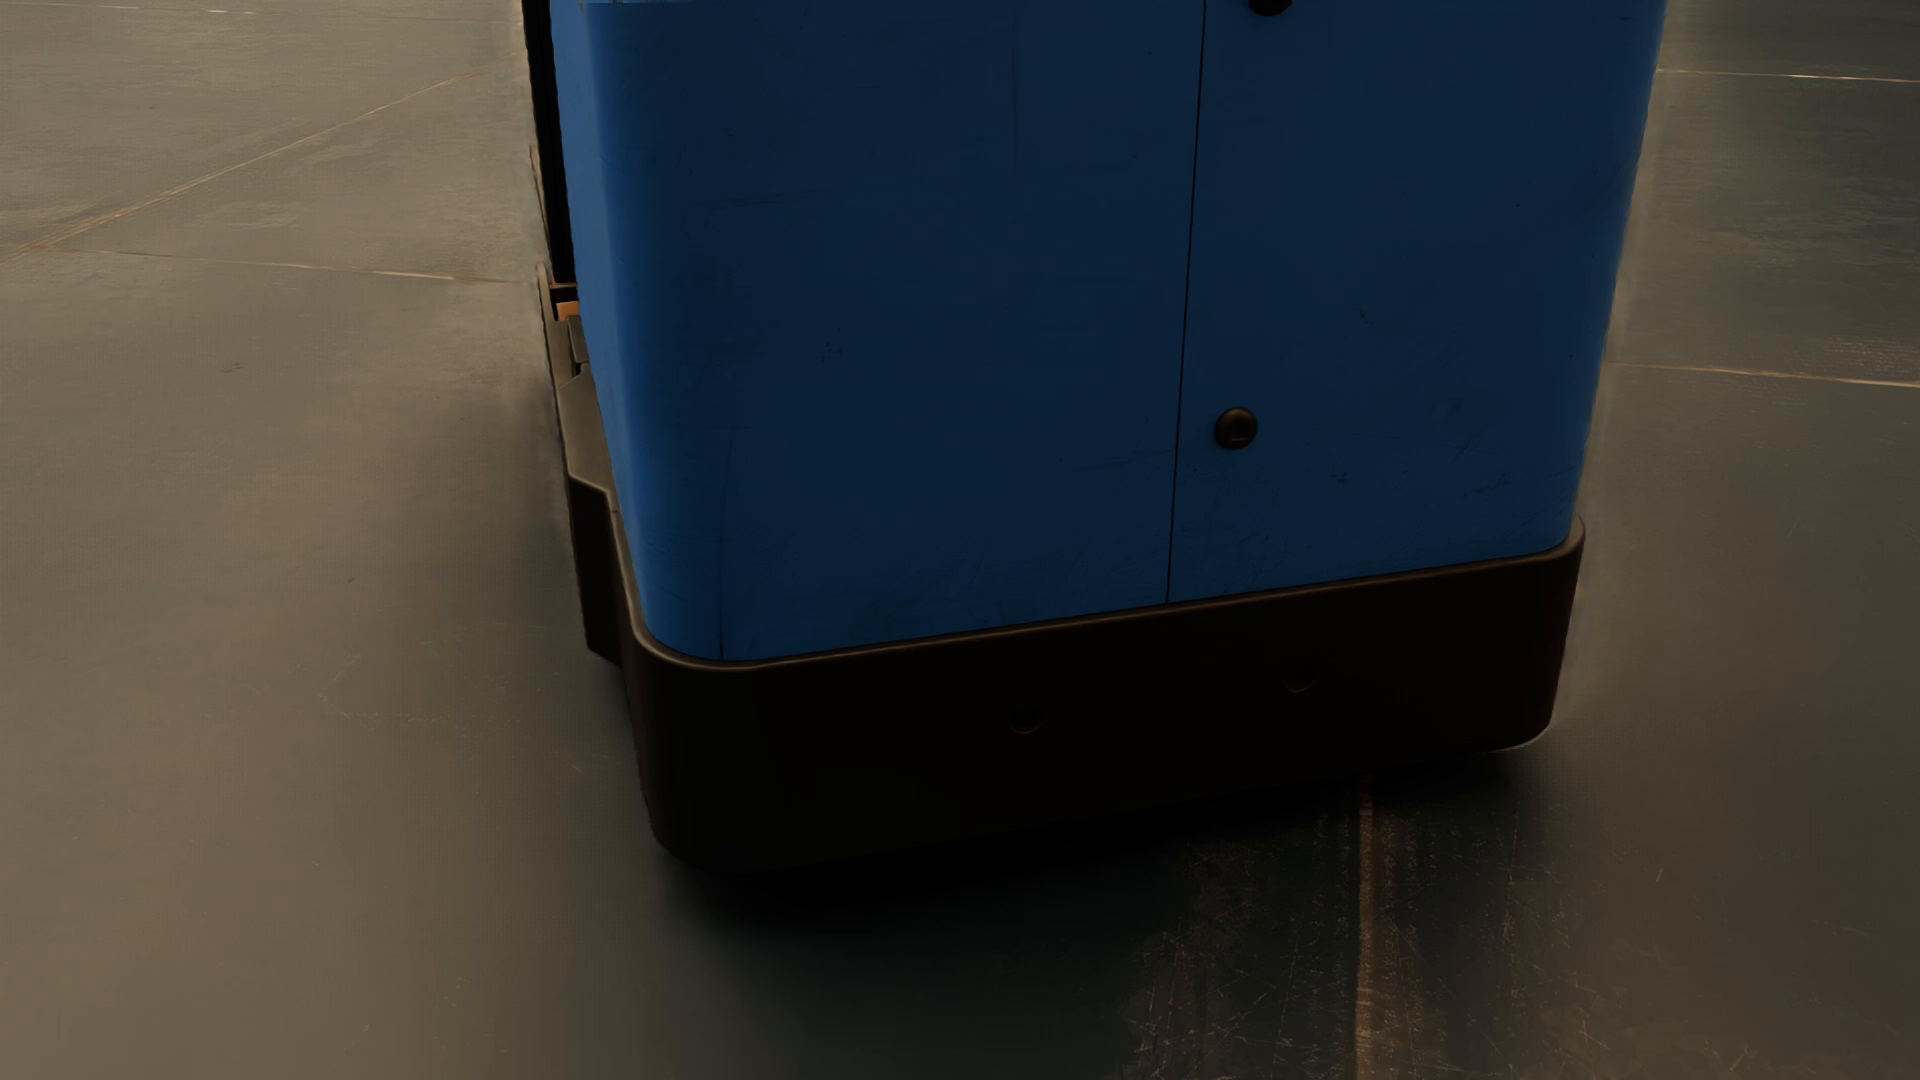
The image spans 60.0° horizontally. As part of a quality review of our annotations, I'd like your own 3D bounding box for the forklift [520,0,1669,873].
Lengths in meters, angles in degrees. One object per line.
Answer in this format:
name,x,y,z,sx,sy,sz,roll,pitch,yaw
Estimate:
forklift,-0.187,-1.617,2.452,1.130,2.935,3.031,-7,28,-14
